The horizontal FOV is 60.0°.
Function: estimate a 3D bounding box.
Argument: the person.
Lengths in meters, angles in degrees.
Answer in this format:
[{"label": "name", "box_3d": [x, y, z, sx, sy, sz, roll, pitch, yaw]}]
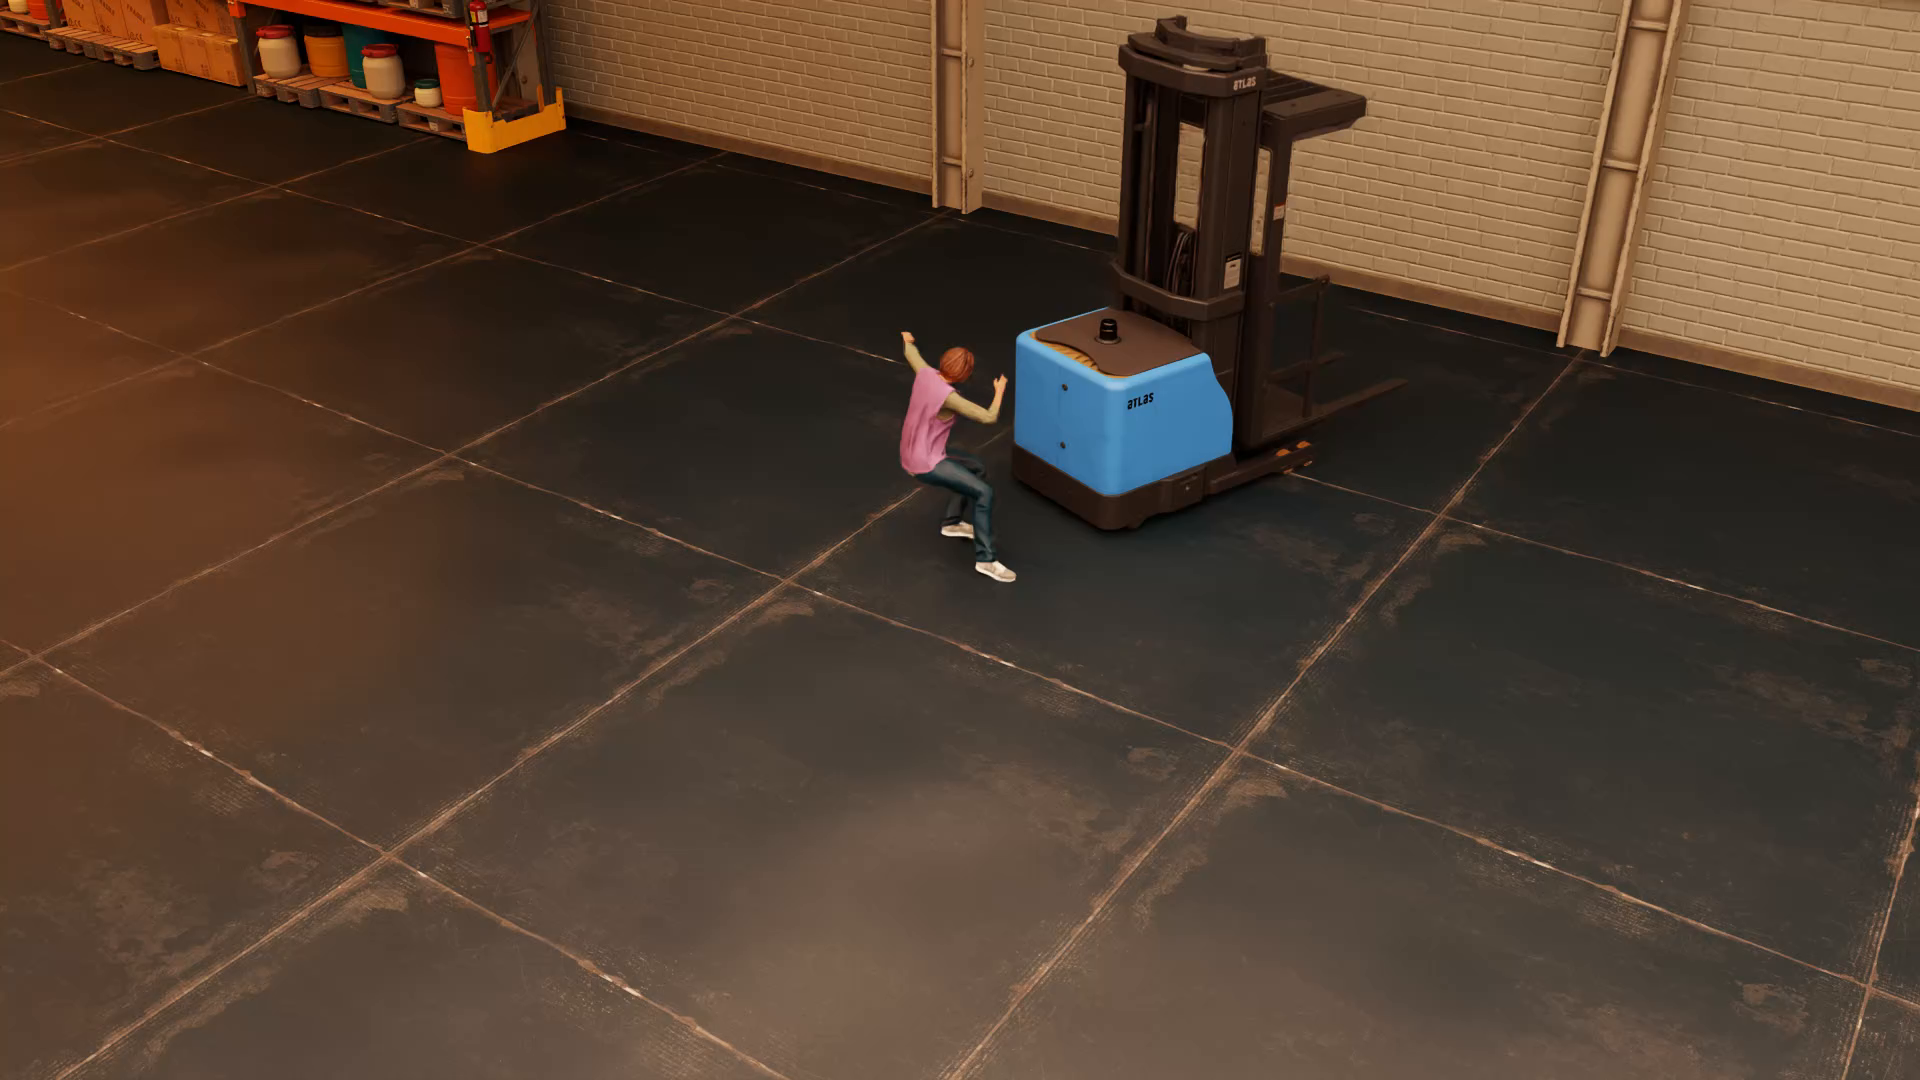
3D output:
[{"label": "person", "box_3d": [-0.052, -0.600, 10.262, 0.704, 1.306, 1.380, -12, 32, -19]}]

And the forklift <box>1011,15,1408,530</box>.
[{"label": "forklift", "box_3d": [1.831, -1.909, 10.868, 3.031, 2.935, 1.130, -20, 36, -31]}]
